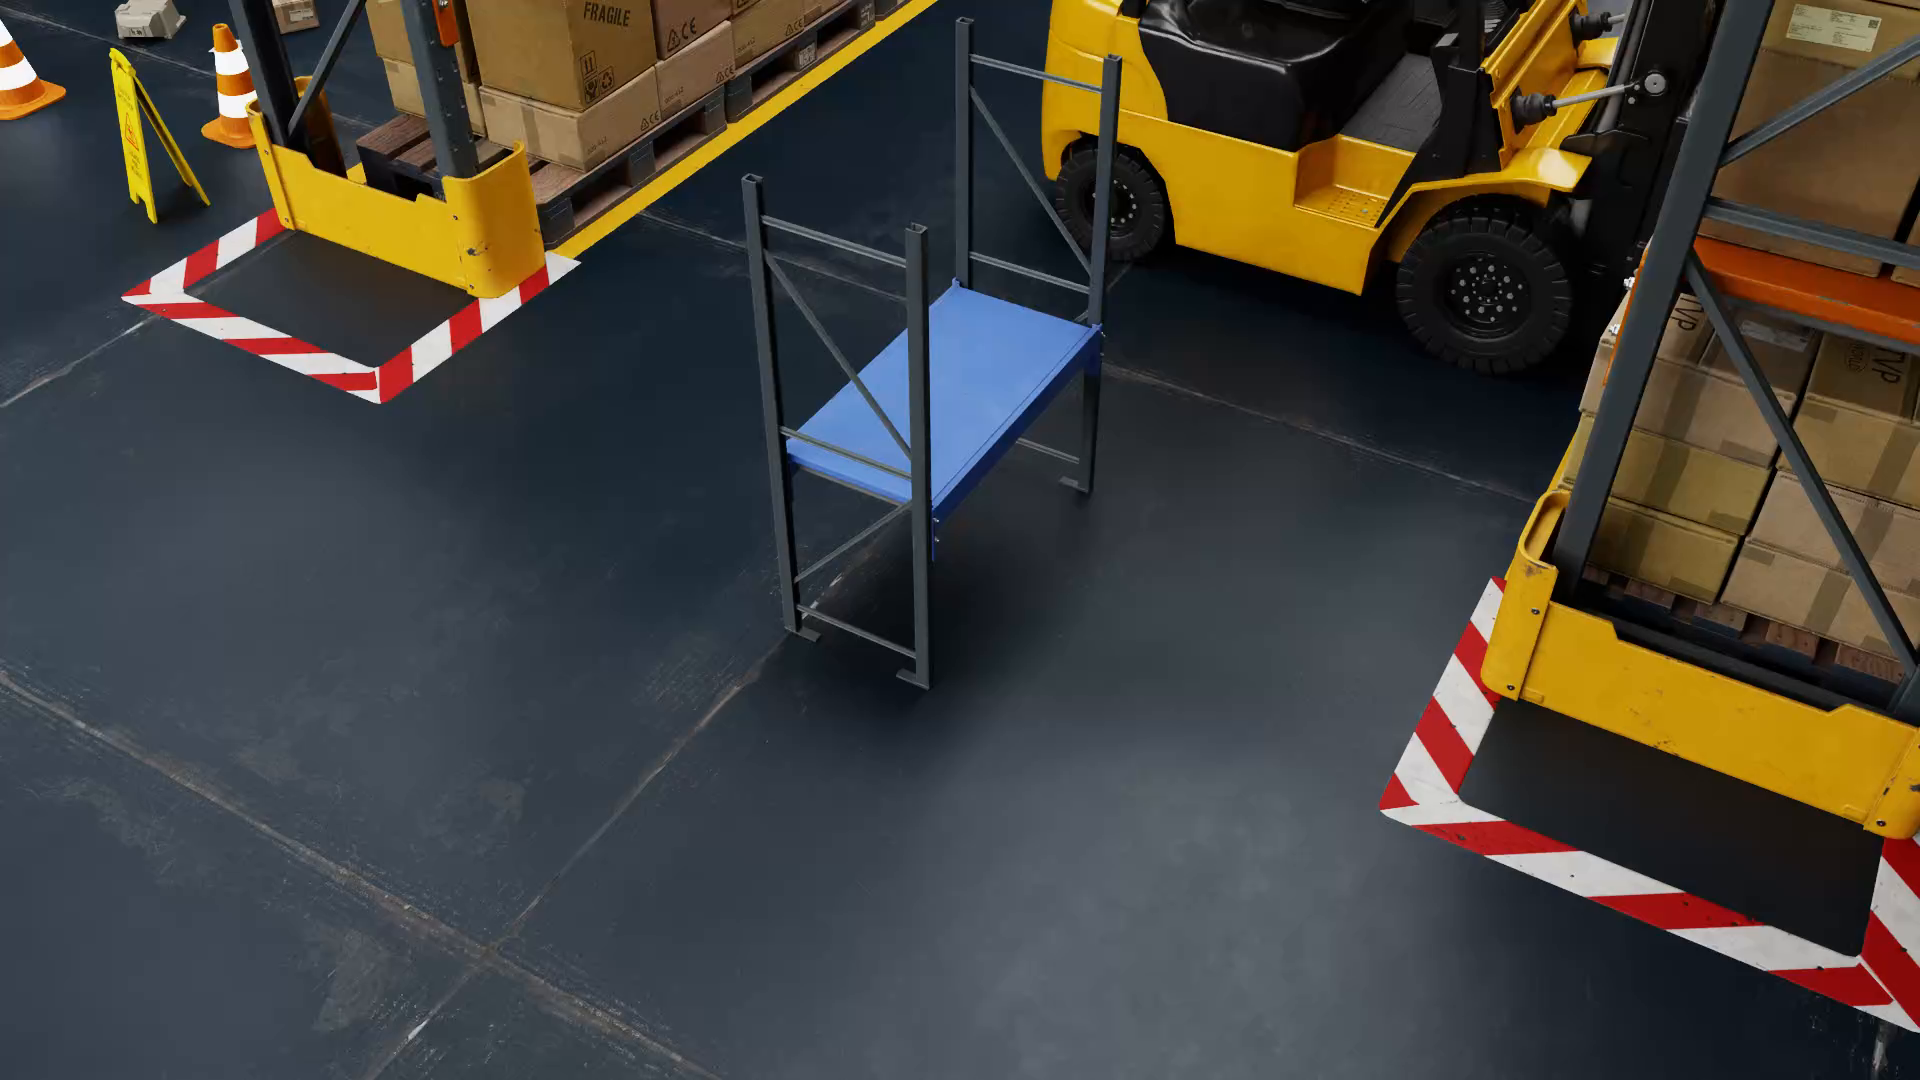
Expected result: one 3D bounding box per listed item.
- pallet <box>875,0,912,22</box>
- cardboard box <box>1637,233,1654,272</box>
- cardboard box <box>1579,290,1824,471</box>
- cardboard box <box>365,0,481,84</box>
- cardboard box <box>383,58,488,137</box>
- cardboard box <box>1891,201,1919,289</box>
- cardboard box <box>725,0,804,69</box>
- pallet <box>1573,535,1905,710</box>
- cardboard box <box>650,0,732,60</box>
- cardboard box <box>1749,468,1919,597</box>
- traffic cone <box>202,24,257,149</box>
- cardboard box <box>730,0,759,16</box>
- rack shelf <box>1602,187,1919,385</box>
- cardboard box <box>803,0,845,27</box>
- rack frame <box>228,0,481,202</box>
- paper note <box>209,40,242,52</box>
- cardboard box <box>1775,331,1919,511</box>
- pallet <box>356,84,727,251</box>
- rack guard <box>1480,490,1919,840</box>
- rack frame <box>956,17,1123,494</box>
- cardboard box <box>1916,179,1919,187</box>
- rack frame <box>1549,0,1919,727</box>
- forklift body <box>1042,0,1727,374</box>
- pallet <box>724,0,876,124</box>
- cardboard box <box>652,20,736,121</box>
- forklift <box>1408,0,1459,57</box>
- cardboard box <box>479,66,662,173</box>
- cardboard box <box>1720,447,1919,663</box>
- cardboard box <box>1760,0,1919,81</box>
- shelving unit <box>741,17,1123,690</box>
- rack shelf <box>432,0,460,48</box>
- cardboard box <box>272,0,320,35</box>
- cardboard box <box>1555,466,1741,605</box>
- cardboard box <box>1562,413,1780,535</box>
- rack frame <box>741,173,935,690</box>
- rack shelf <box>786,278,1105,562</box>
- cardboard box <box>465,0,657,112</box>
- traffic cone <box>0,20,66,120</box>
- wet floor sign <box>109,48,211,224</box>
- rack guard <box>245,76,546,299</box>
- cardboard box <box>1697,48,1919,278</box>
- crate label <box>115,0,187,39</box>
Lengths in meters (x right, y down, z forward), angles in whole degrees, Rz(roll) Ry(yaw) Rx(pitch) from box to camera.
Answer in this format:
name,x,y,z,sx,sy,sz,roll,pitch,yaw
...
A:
name,x,y,z,sx,sy,sz,roll,pitch,yaw
pallet,-0.521,-3.115,8.628,1.003,0.211,1.213,21,45,22
cardboard box,2.293,-0.791,4.885,0.500,0.250,0.500,22,46,23
cardboard box,2.043,-0.497,4.551,0.500,0.250,0.500,22,46,23
cardboard box,-2.042,-2.221,6.697,0.500,0.500,0.500,21,46,22
cardboard box,-2.034,-1.960,6.969,0.500,0.250,0.500,21,45,22
cardboard box,2.571,-0.858,3.880,0.500,0.500,0.500,22,46,23
cardboard box,-1.050,-2.371,7.435,0.500,0.250,0.500,24,47,25
pallet,2.429,-0.034,5.129,1.003,0.211,1.213,21,45,22
cardboard box,-1.305,-2.360,6.856,0.500,0.500,0.500,19,45,21
cardboard box,2.497,-0.143,4.527,0.500,0.250,0.500,22,46,23
traffic cone,-3.119,-1.989,7.159,0.336,0.463,0.334,21,45,22
cardboard box,-1.047,-2.645,7.179,0.500,0.500,0.500,22,46,23
rack shelf,3.083,-1.504,5.232,1.077,0.370,4.000,21,45,22
cardboard box,-0.795,-2.659,7.762,0.500,0.250,0.500,22,46,23
rack frame,-2.217,-2.269,5.557,1.000,3.000,0.127,21,45,22
paper note,-3.468,-2.354,7.900,0.148,0.019,0.142,7,42,8
cardboard box,2.487,-0.343,4.376,0.500,0.250,0.500,20,45,21
pallet,-1.742,-1.719,7.042,1.003,0.211,1.213,21,45,22
rack guard,2.070,0.322,4.506,1.175,0.500,0.348,21,45,22
rack frame,0.212,-0.805,5.029,0.500,1.500,0.032,21,45,22
cardboard box,2.812,-1.164,4.226,0.500,0.500,0.500,22,46,23
rack frame,2.082,-0.629,3.695,1.000,3.000,0.127,21,45,22
forklift body,1.452,-1.999,5.893,2.313,2.155,1.214,21,45,22
pallet,-1.131,-2.414,7.832,1.003,0.211,1.213,21,45,22
cardboard box,-1.312,-2.054,7.076,0.500,0.250,0.500,23,46,24
forklift,1.889,-3.519,7.028,1.130,2.935,3.031,20,45,22
cardboard box,-1.574,-1.765,6.747,0.500,0.250,0.500,21,45,22
cardboard box,2.497,0.029,4.711,0.500,0.250,0.500,21,46,22
cardboard box,2.013,-1.201,3.778,0.380,0.149,0.250,22,46,23
shelving unit,-0.043,-0.514,4.699,0.538,1.500,1.048,21,45,22
rack shelf,-1.216,-3.143,7.094,1.077,0.370,4.000,21,45,22
cardboard box,-3.311,-2.617,8.109,0.250,0.149,0.380,-21,45,-22
cardboard box,2.044,-0.128,4.889,0.500,0.250,0.500,21,46,22
cardboard box,2.055,-0.325,4.733,0.500,0.250,0.500,20,45,22
rack frame,-0.297,-0.223,4.369,0.500,1.500,0.032,21,45,22
rack shelf,-0.043,-0.379,4.818,0.538,0.185,1.000,21,45,22
cardboard box,-1.563,-2.060,6.515,0.500,0.500,0.500,19,45,21
traffic cone,-4.250,-2.162,7.355,0.336,0.463,0.334,21,45,22
wet floor sign,-3.239,-1.630,6.613,0.232,0.644,0.267,-29,49,-29
rack guard,-2.179,-1.374,6.432,1.175,0.500,0.348,21,45,22
cardboard box,2.101,-1.035,4.080,0.500,0.500,0.500,20,45,21
crate label,-3.910,-2.510,7.997,0.250,0.136,0.298,0,41,0
